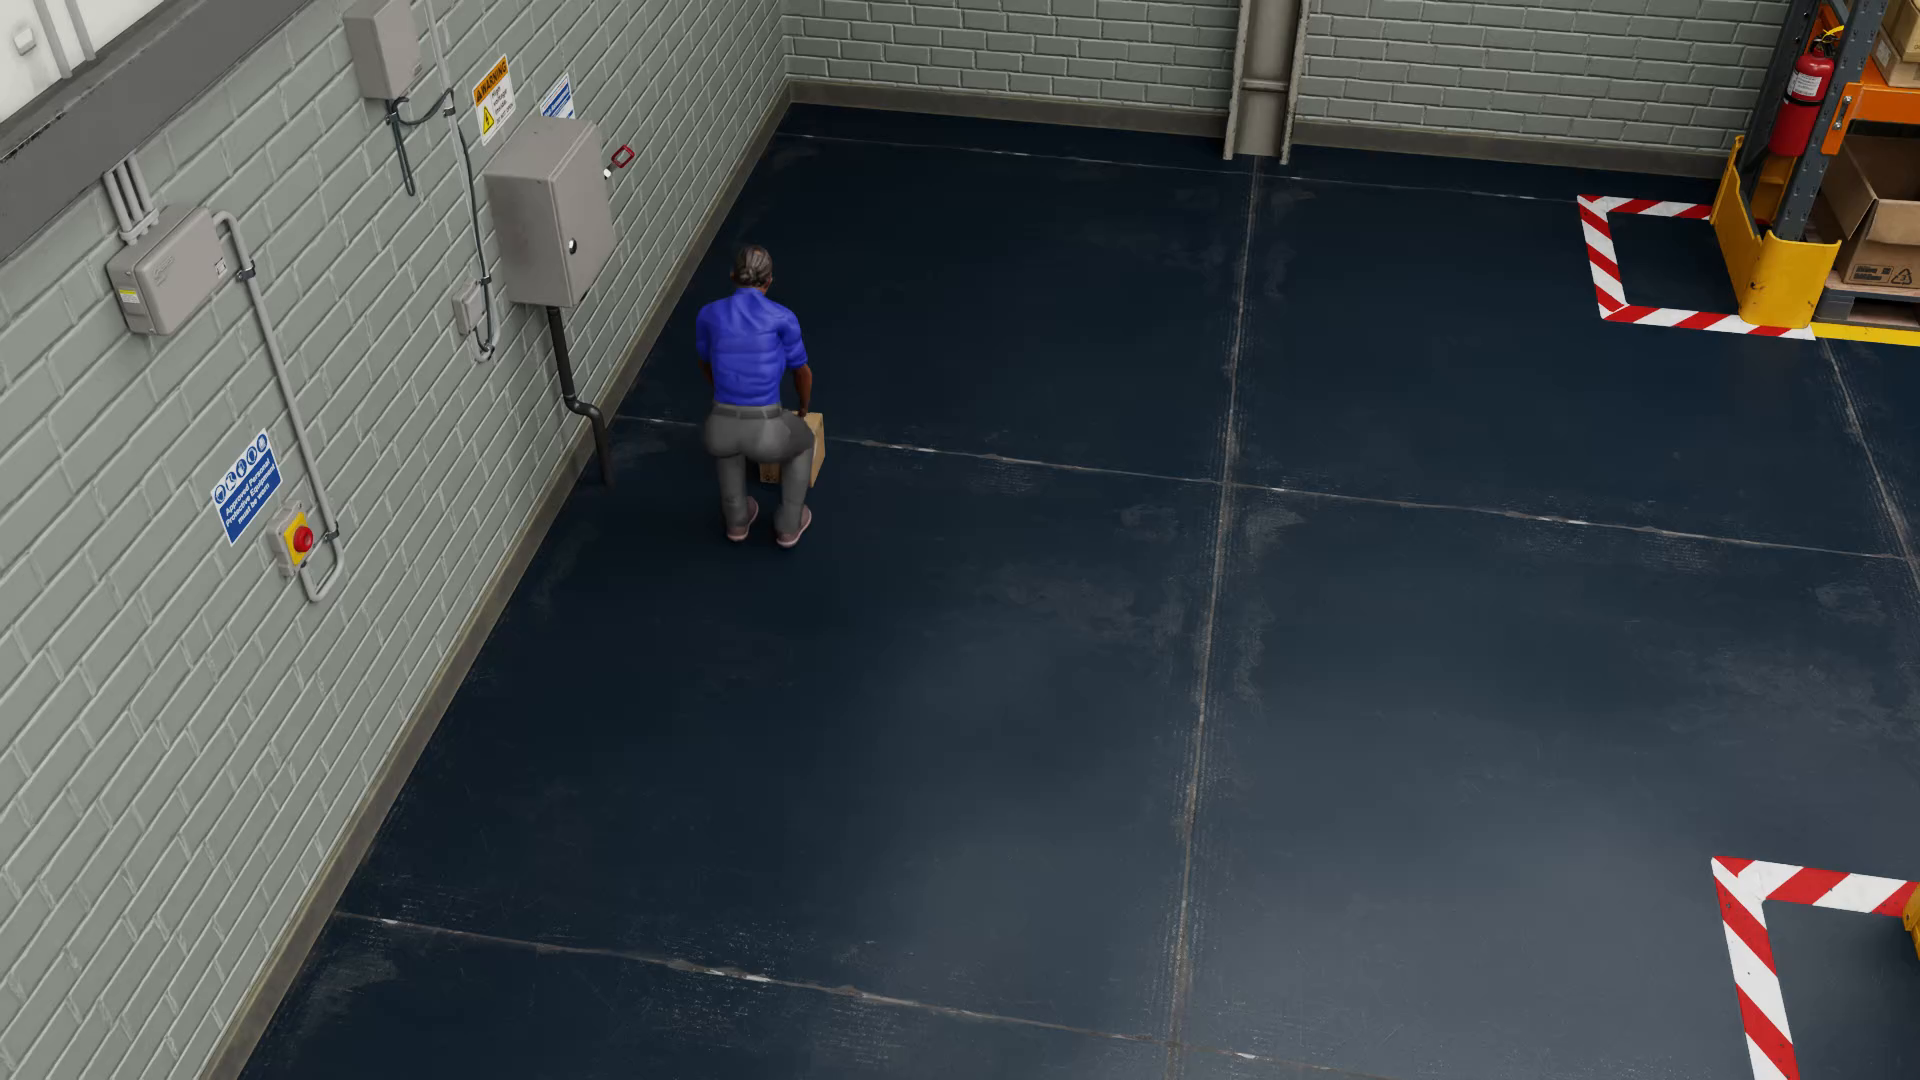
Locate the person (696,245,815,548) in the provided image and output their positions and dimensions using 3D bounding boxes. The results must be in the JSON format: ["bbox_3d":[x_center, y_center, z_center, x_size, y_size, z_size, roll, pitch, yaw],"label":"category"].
[{"bbox_3d":[-0.899,-0.560,7.108,0.496,1.277,0.683,7,41,8],"label":"person"}]
